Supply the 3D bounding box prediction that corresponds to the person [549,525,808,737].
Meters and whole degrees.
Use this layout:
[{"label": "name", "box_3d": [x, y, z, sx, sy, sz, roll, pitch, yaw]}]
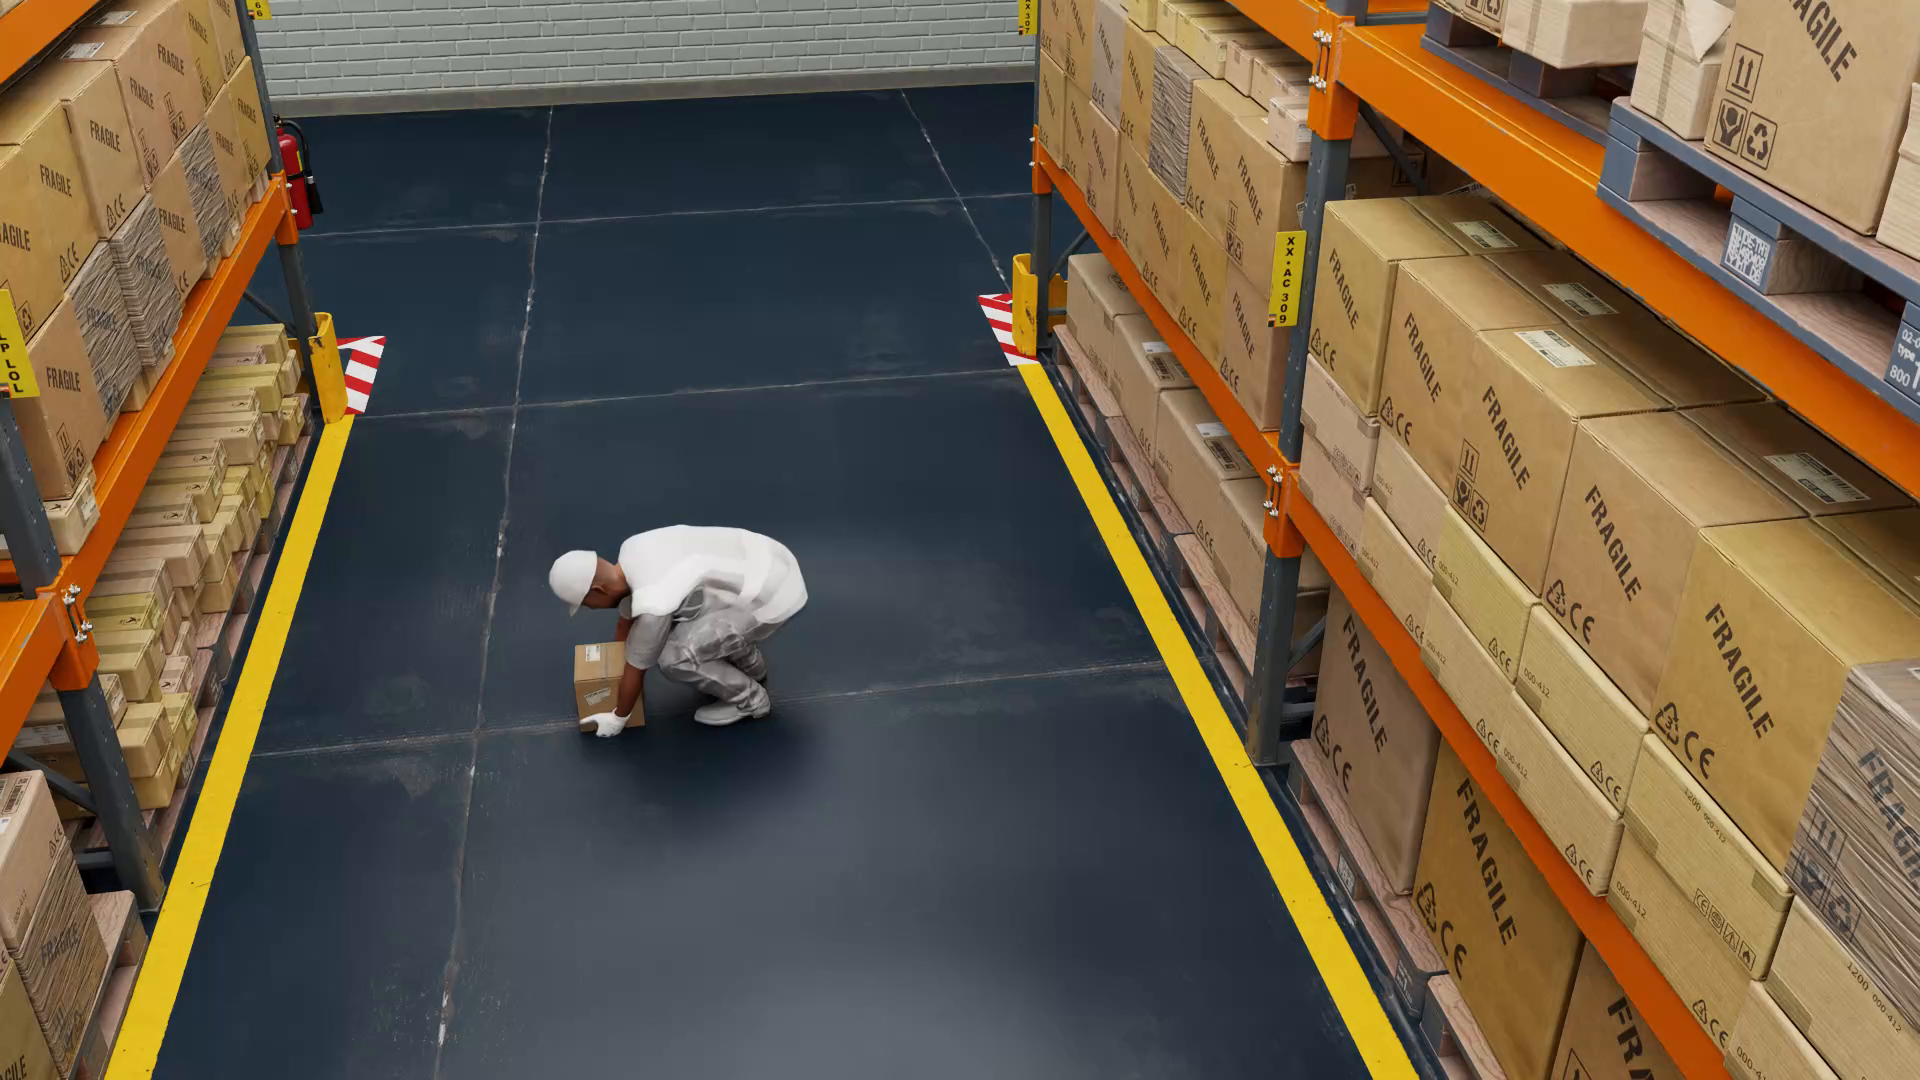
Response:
[{"label": "person", "box_3d": [-1.084, 0.340, 6.546, 0.971, 0.809, 0.560, -6, 31, -10]}]
